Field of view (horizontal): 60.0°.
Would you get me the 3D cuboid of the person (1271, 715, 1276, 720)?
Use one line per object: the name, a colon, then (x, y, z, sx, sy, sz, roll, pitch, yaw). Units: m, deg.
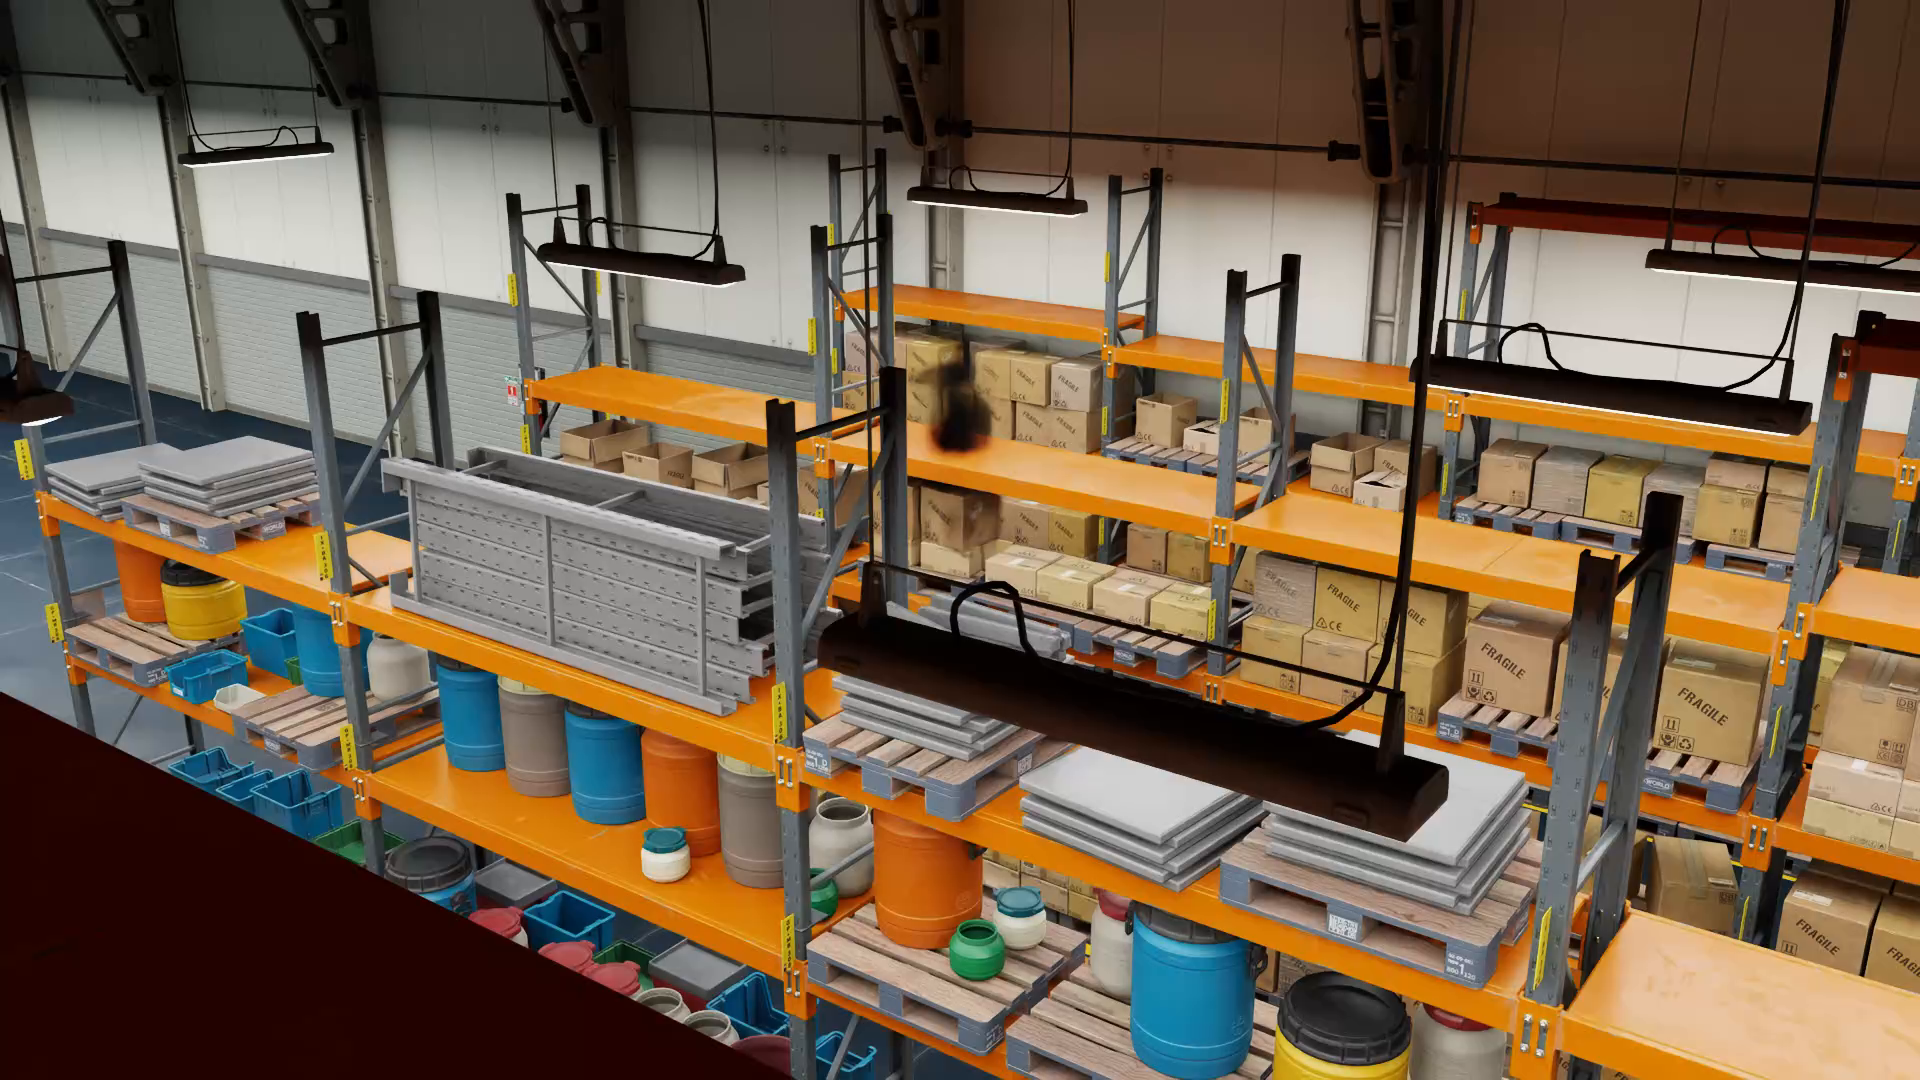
person: (2.934, 2.380, 15.567, 0.735, 1.559, 0.575, 9, 21, 26)
